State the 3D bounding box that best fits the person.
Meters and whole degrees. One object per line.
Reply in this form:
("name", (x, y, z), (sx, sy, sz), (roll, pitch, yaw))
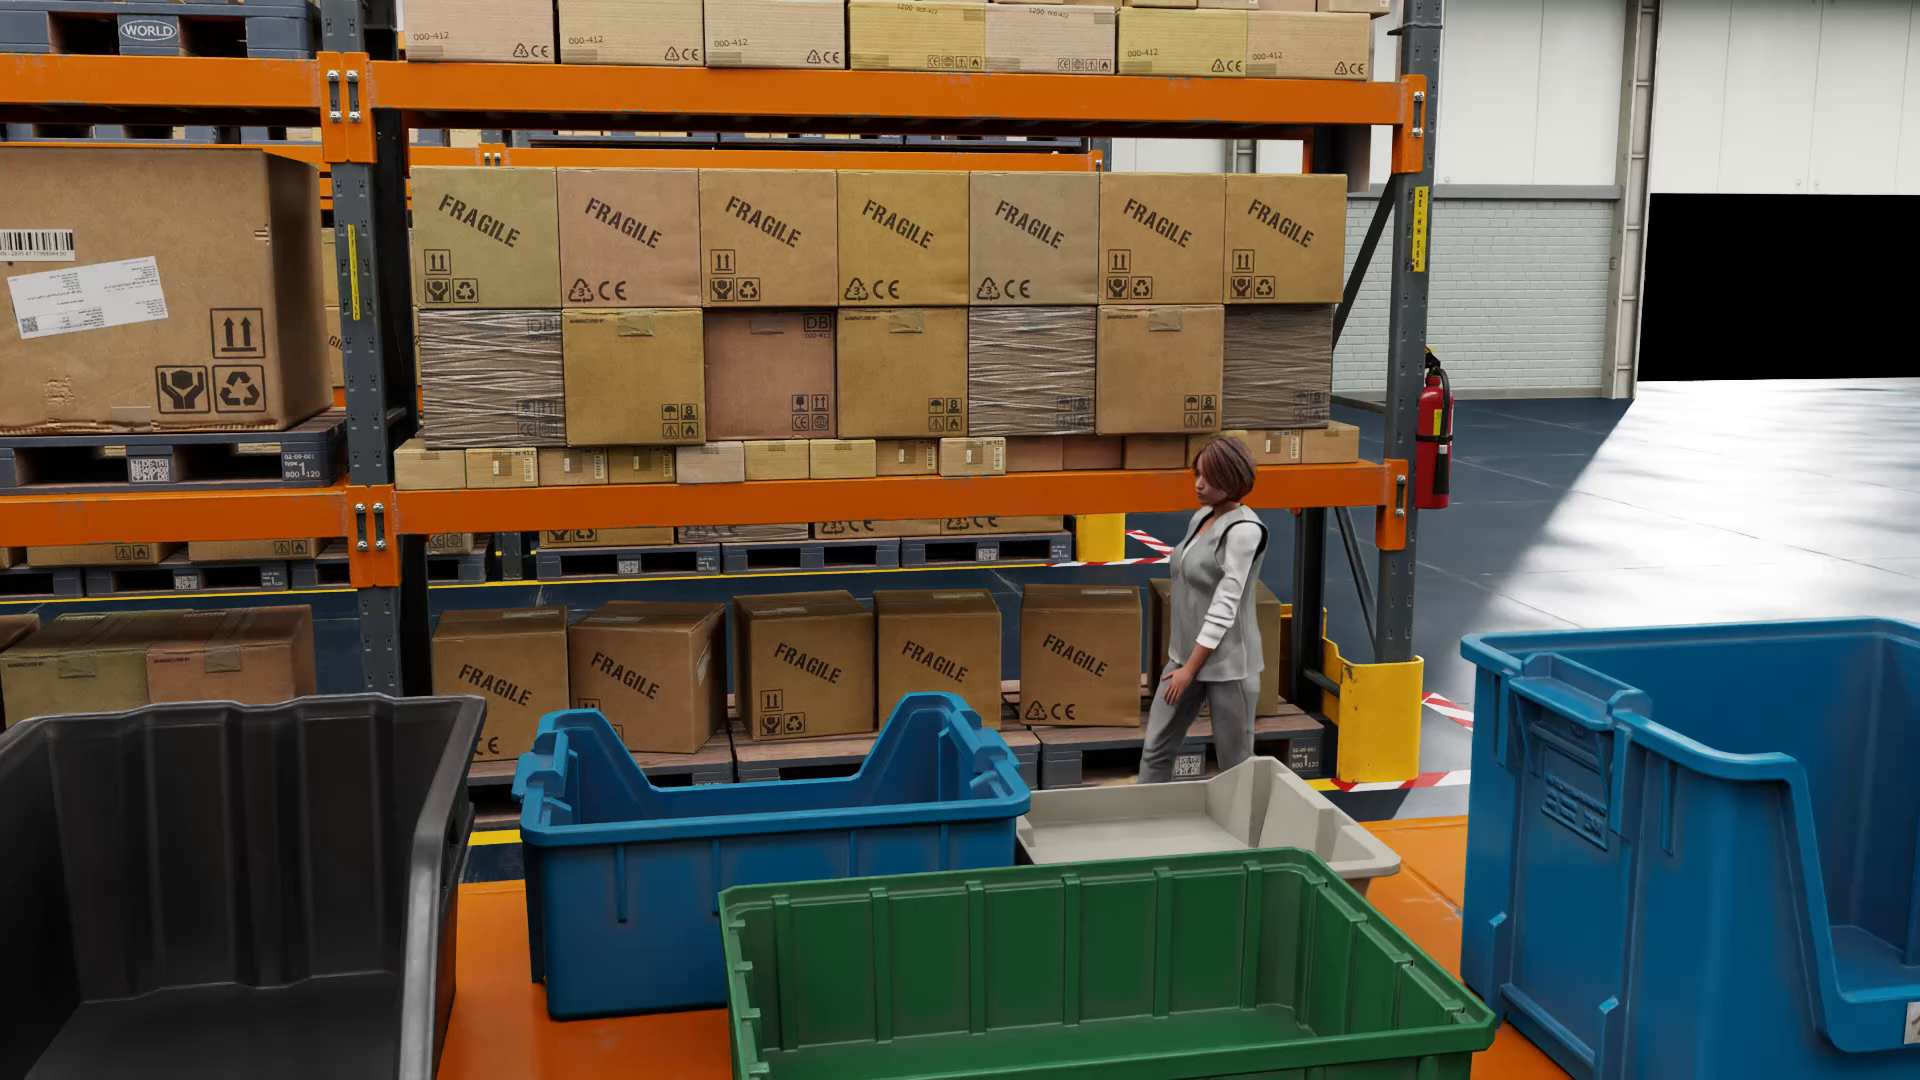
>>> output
("person", (0.859, 0.426, 5.608), (0.871, 1.552, 0.406), (-3, 10, -16))
